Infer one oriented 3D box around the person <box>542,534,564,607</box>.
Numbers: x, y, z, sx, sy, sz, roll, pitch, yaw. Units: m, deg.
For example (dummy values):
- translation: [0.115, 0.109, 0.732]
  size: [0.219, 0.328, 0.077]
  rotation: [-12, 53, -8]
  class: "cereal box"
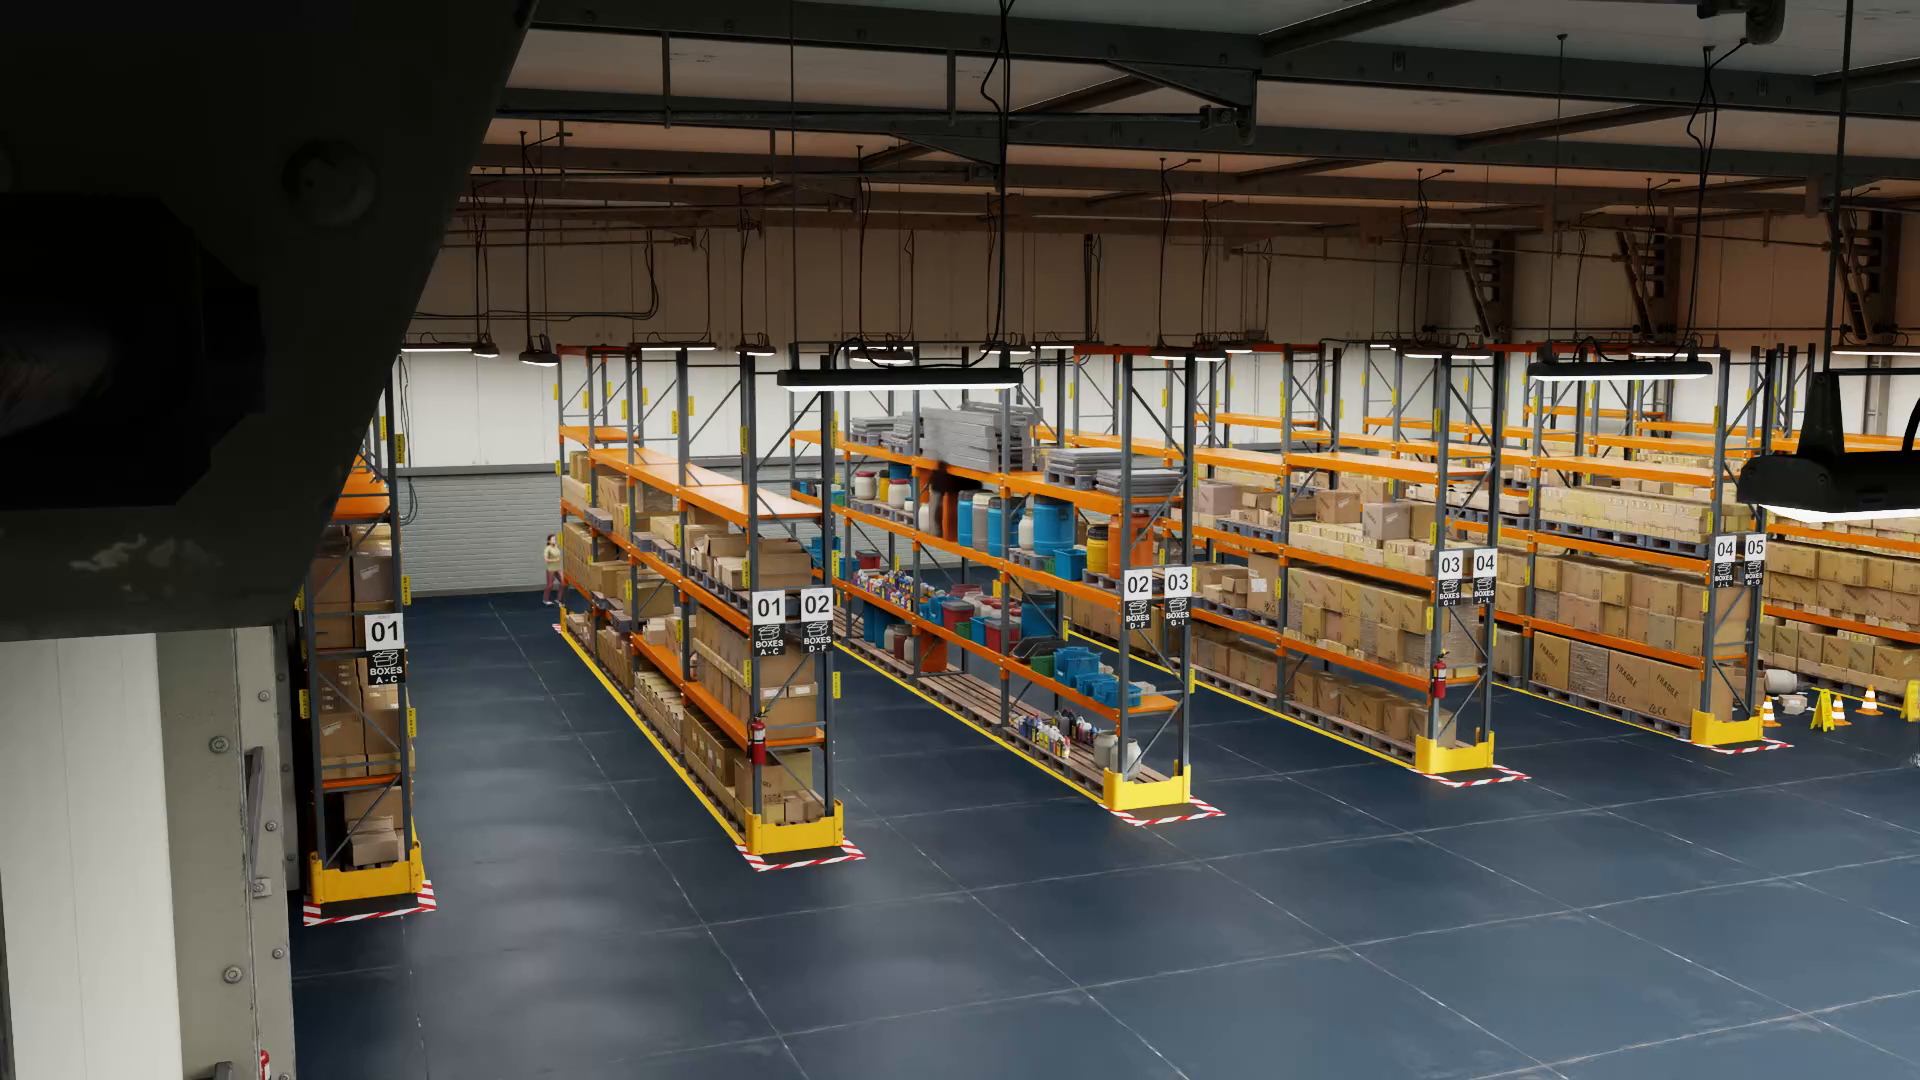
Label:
- translation: [-9.260, 0.710, 37.760]
  size: [0.698, 1.700, 0.565]
  rotation: [5, 9, 34]
  class: "person"
